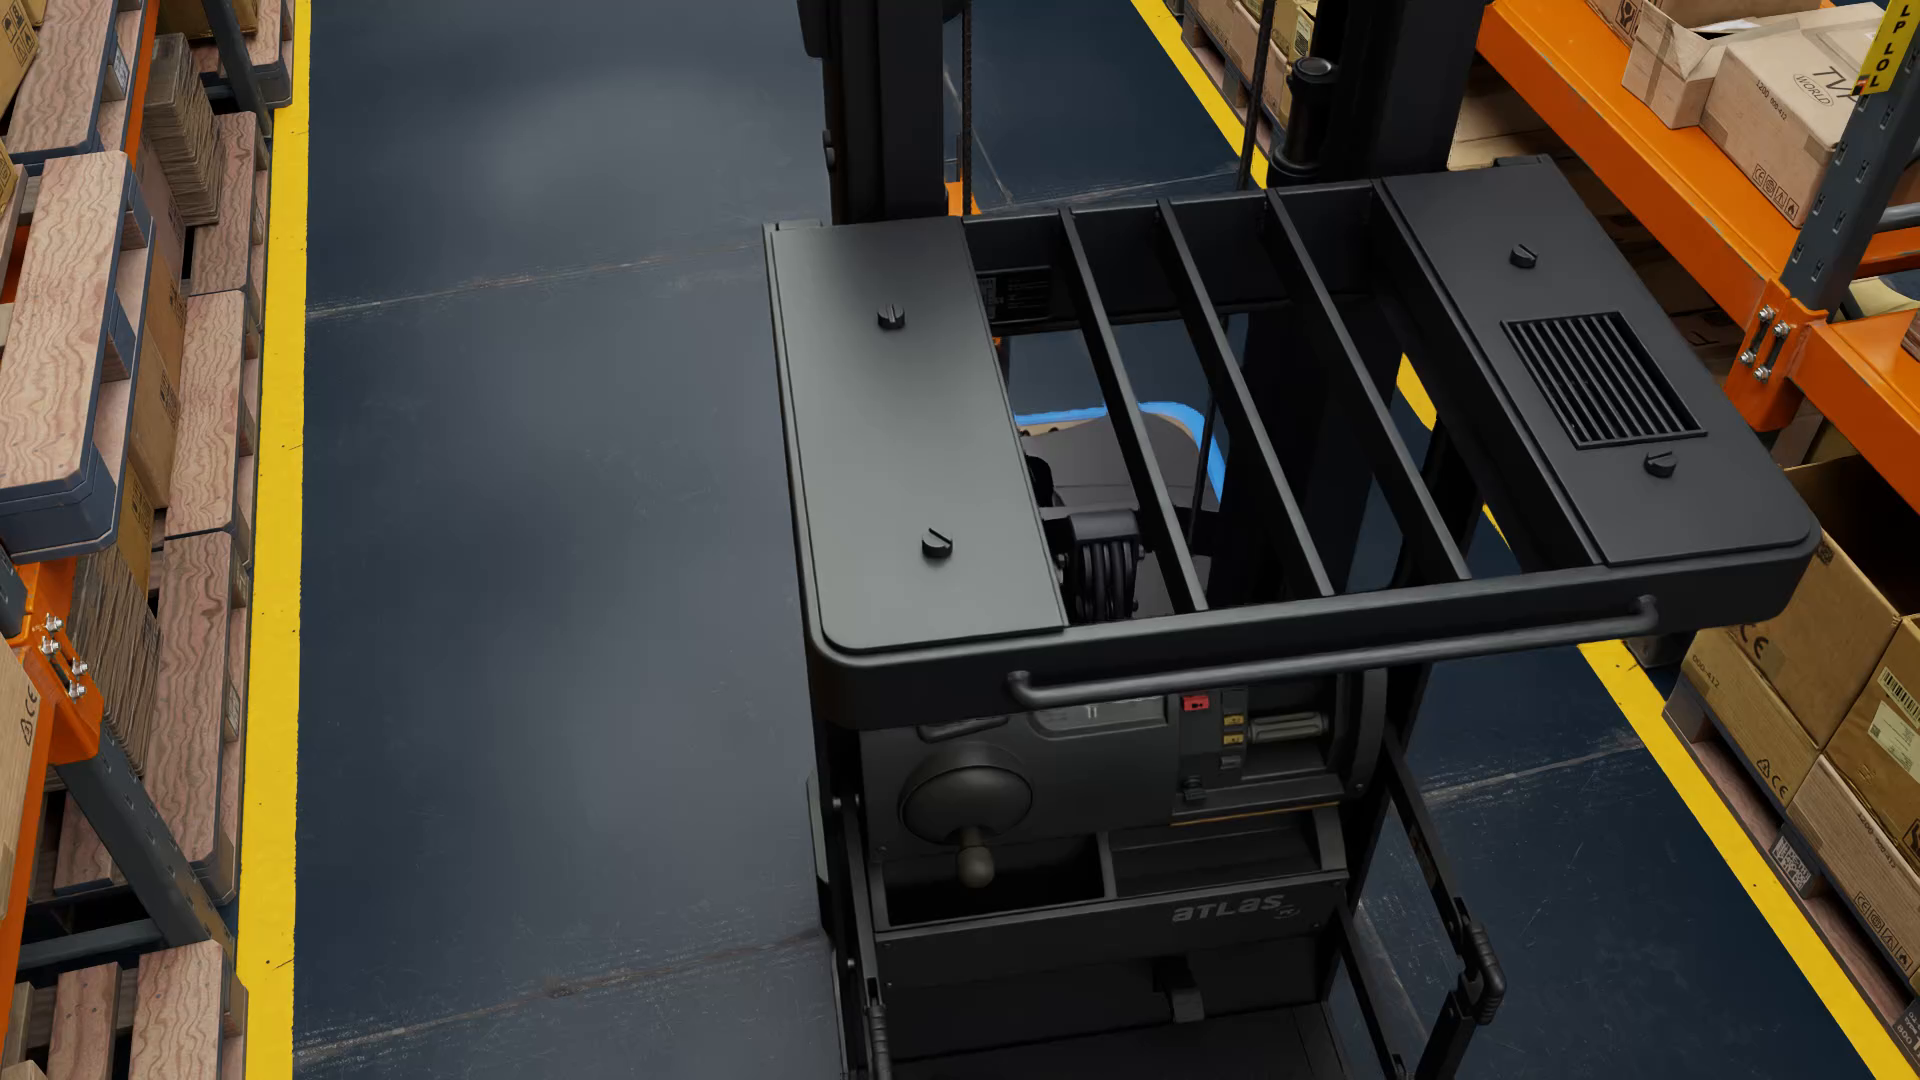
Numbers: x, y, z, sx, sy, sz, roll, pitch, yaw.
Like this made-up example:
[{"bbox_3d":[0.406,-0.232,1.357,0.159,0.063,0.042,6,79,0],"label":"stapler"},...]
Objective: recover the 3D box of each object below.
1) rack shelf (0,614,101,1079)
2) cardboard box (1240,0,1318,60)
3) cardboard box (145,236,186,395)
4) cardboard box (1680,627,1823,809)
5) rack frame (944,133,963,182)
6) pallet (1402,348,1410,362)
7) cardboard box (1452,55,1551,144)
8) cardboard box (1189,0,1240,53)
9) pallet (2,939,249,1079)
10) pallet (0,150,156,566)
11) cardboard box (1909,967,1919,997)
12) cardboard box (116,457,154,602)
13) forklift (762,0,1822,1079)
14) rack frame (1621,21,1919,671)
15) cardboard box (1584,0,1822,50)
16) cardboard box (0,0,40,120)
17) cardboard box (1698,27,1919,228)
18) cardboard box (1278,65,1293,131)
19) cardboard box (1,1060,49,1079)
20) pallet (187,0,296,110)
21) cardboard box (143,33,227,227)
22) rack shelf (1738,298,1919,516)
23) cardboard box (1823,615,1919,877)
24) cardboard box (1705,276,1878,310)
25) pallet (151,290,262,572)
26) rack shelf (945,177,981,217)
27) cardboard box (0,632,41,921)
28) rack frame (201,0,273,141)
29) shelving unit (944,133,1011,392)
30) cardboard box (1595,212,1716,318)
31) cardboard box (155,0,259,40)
[{"bbox_3d":[-1.804,1.741,1.947,1.077,0.370,4.000,-11,47,-10],"label":"rack shelf"},{"bbox_3d":[1.440,-2.166,6.511,0.500,0.311,0.500,-12,47,-11],"label":"cardboard box"},{"bbox_3d":[-2.932,-0.730,5.307,0.700,0.500,0.500,-11,47,-11],"label":"cardboard box"},{"bbox_3d":[2.297,0.391,4.397,0.500,0.250,0.500,-11,47,-10],"label":"cardboard box"},{"bbox_3d":[-0.105,-0.703,5.099,0.240,1.200,0.015,-11,47,-10],"label":"rack frame"},{"bbox_3d":[1.929,-1.169,6.248,1.003,0.211,1.213,-11,47,-10],"label":"pallet"},{"bbox_3d":[1.701,-1.458,5.818,0.500,0.311,0.500,-11,47,-11],"label":"cardboard box"},{"bbox_3d":[1.298,-2.331,7.065,0.500,0.250,0.500,-11,47,-10],"label":"cardboard box"},{"bbox_3d":[-2.110,1.542,3.591,1.003,0.211,1.213,-11,47,-10],"label":"pallet"},{"bbox_3d":[-2.371,-0.379,3.655,1.003,0.211,1.213,-11,47,-10],"label":"pallet"},{"bbox_3d":[2.543,1.084,3.719,0.500,0.250,0.500,-11,47,-10],"label":"cardboard box"},{"bbox_3d":[-2.702,-0.023,4.615,0.700,0.500,0.500,-12,47,-11],"label":"cardboard box"},{"bbox_3d":[0.323,0.462,2.745,1.130,2.935,3.031,-6,46,-6],"label":"forklift"},{"bbox_3d":[2.471,-0.800,3.933,1.000,3.000,0.127,-11,47,-10],"label":"rack frame"},{"bbox_3d":[2.156,-1.732,4.777,0.500,0.500,0.500,-8,46,-7],"label":"cardboard box"},{"bbox_3d":[-2.749,-1.274,4.020,0.700,0.500,0.500,-5,46,-5],"label":"cardboard box"},{"bbox_3d":[2.303,-1.079,4.312,0.500,0.250,0.500,-8,46,-8],"label":"cardboard box"},{"bbox_3d":[1.566,-1.626,6.374,0.500,0.250,0.500,-12,47,-11],"label":"cardboard box"},{"bbox_3d":[-2.150,1.310,3.542,0.380,0.166,0.250,-16,48,-15],"label":"cardboard box"},{"bbox_3d":[-3.469,-2.235,7.293,1.003,0.211,1.213,-11,47,-10],"label":"pallet"},{"bbox_3d":[-3.106,-1.445,6.008,0.700,0.500,0.500,-10,46,-10],"label":"cardboard box"},{"bbox_3d":[2.983,0.833,2.837,1.077,0.370,4.000,-11,47,-10],"label":"rack shelf"},{"bbox_3d":[2.423,0.474,3.791,0.500,0.500,0.500,-11,47,-10],"label":"cardboard box"},{"bbox_3d":[2.483,-0.858,5.229,0.500,0.311,0.500,-11,47,-11],"label":"cardboard box"},{"bbox_3d":[-2.833,-0.297,5.393,1.003,0.211,1.213,-11,47,-10],"label":"pallet"},{"bbox_3d":[-0.042,-0.809,4.653,0.258,0.148,0.480,-11,47,-10],"label":"rack shelf"},{"bbox_3d":[-1.902,0.426,2.824,0.500,0.250,0.500,-11,47,-10],"label":"cardboard box"},{"bbox_3d":[-3.340,-2.653,5.750,1.000,3.000,0.127,-11,47,-10],"label":"rack frame"},{"bbox_3d":[-0.042,-0.534,4.933,0.258,1.200,0.503,-11,47,-10],"label":"shelving unit"},{"bbox_3d":[1.951,-0.766,5.139,0.500,0.311,0.500,-10,46,-9],"label":"cardboard box"},{"bbox_3d":[-3.402,-2.579,6.889,0.750,0.750,0.750,-11,47,-11],"label":"cardboard box"}]
